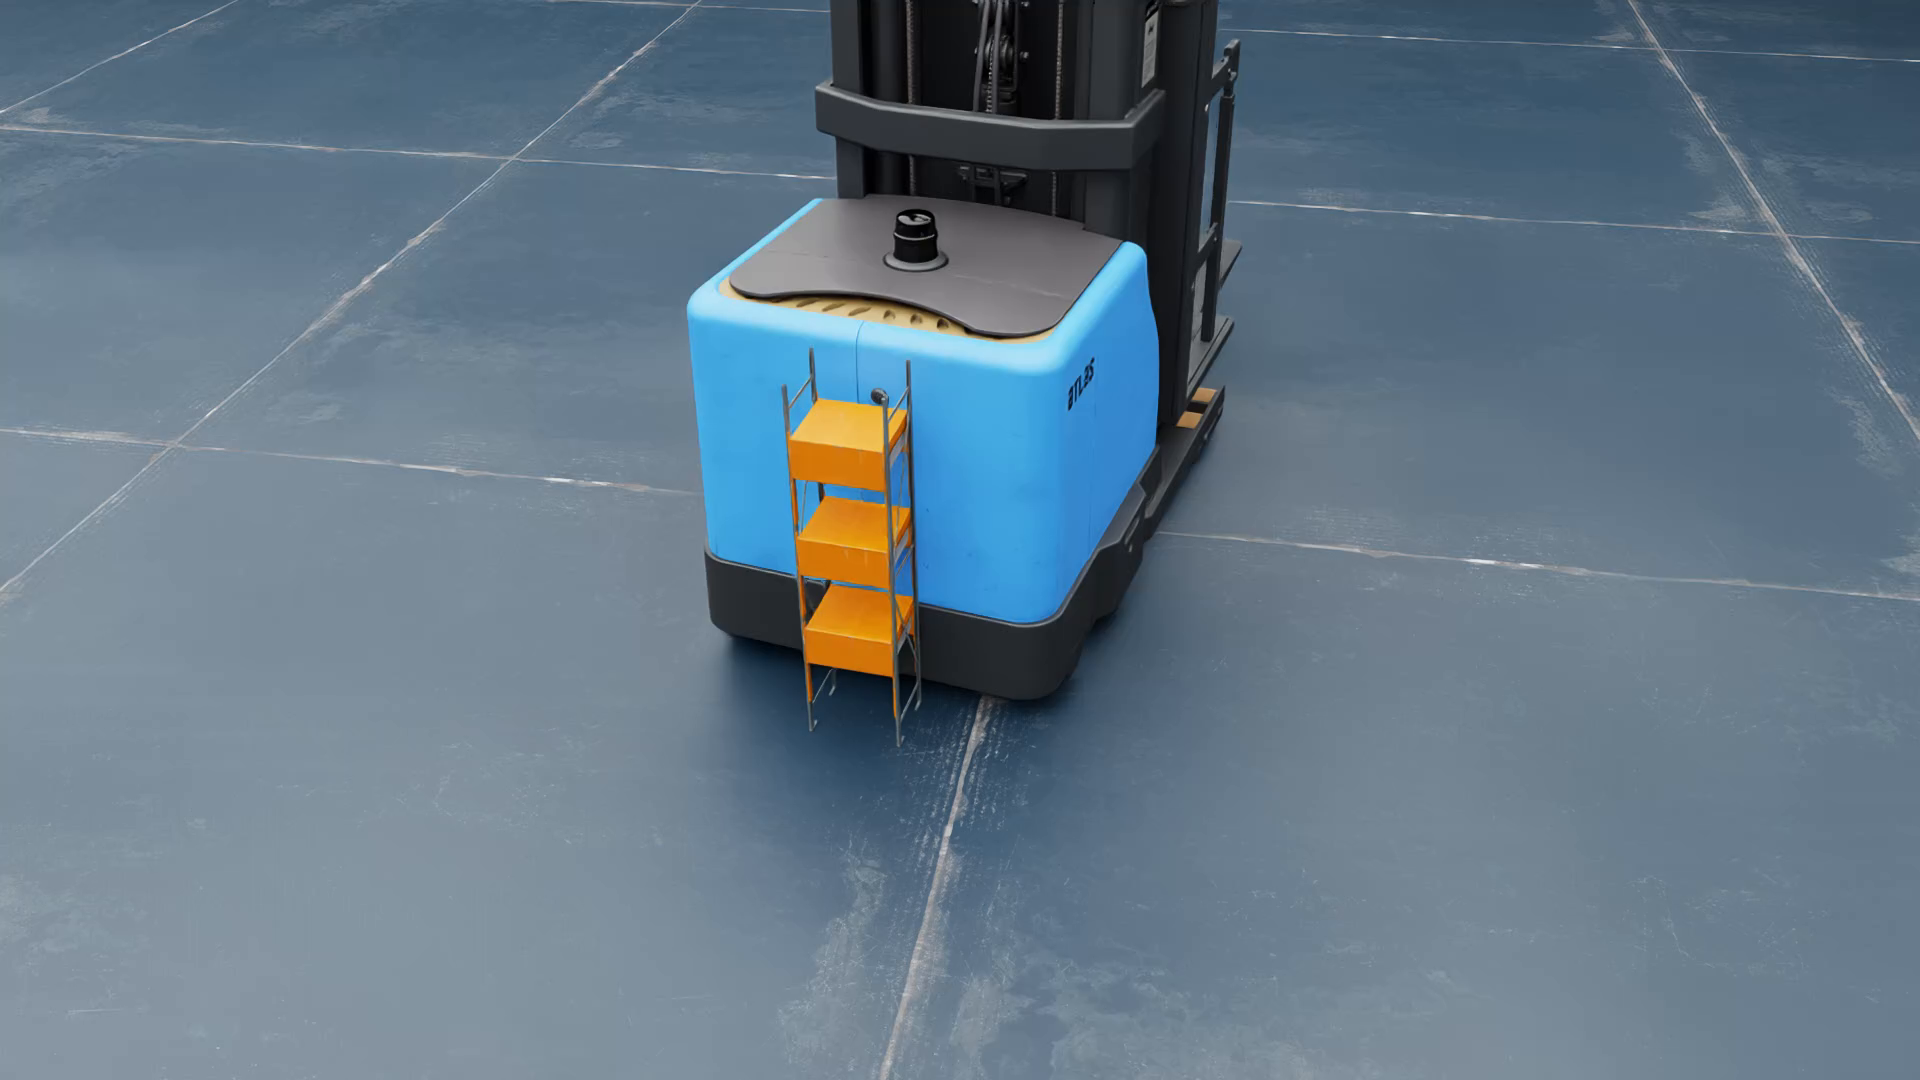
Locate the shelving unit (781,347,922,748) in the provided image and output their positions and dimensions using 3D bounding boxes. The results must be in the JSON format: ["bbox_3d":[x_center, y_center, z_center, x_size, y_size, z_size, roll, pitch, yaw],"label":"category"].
[{"bbox_3d":[-0.259,0.041,4.185,0.252,1.050,0.215,9,35,13],"label":"shelving unit"}]

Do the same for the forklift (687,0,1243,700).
[{"bbox_3d":[0.287,-1.587,5.023,1.130,2.935,3.031,12,34,18],"label":"forklift"}]

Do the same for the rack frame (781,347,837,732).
[{"bbox_3d":[-0.376,0.024,4.213,0.008,1.050,0.200,9,35,13],"label":"rack frame"}]

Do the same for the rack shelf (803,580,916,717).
[{"bbox_3d":[-0.255,0.280,4.348,0.240,0.259,0.215,9,35,13],"label":"rack shelf"}]

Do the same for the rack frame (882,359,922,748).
[{"bbox_3d":[-0.141,0.059,4.157,0.008,1.050,0.200,9,35,13],"label":"rack frame"}]

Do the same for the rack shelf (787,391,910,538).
[{"bbox_3d":[-0.262,-0.184,4.031,0.240,0.259,0.215,9,35,13],"label":"rack shelf"}]

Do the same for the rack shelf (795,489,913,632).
[{"bbox_3d":[-0.259,0.050,4.191,0.240,0.259,0.215,9,35,13],"label":"rack shelf"}]
